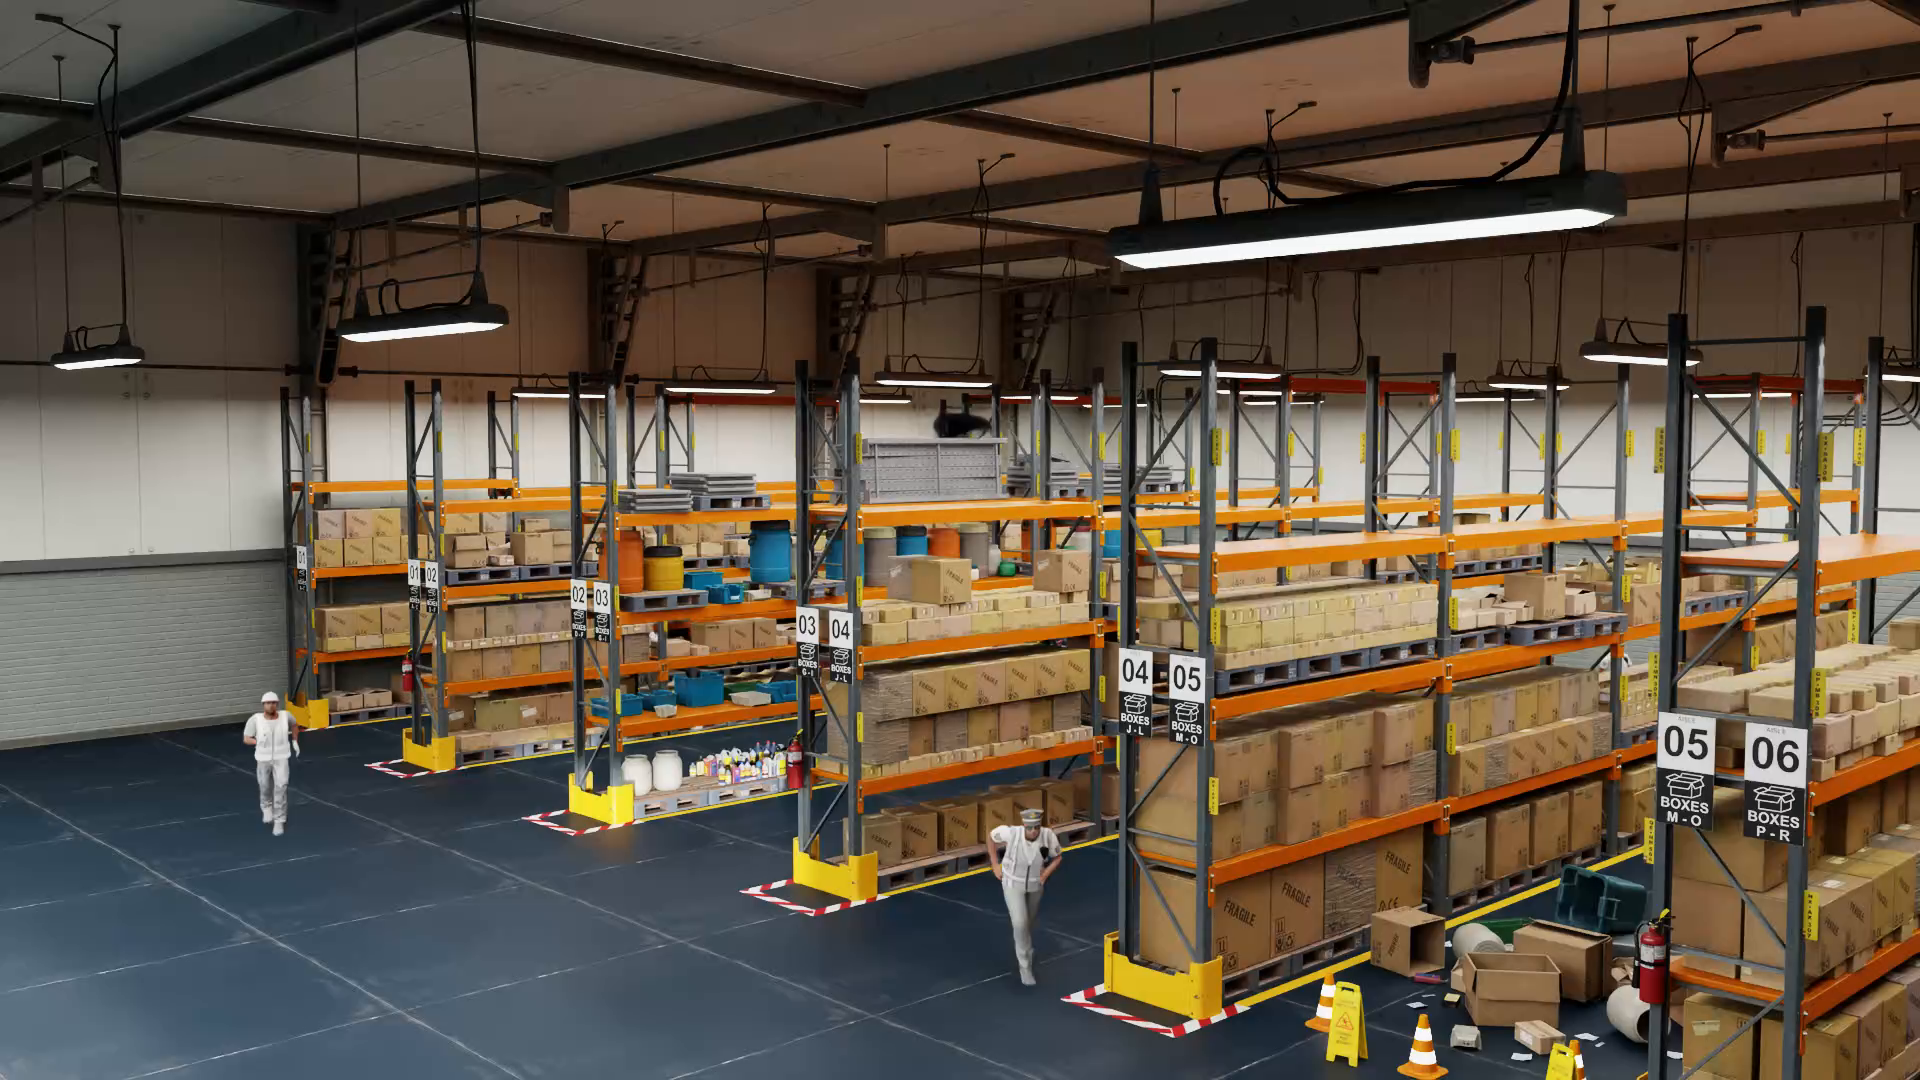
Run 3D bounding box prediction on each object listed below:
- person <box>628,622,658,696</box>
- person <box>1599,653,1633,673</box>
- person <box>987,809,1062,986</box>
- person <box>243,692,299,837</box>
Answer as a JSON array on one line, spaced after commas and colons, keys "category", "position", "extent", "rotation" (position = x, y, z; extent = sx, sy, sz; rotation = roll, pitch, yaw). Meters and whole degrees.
[{"category": "person", "position": [-5.987, 2.334, 31.672], "extent": [0.612, 1.698, 0.715], "rotation": [2, 4, 25]}, {"category": "person", "position": [11.477, 2.511, 28.983], "extent": [0.622, 1.633, 0.521], "rotation": [-1, 4, -12]}, {"category": "person", "position": [0.605, 3.355, 15.956], "extent": [0.708, 1.709, 1.011], "rotation": [0, 4, -7]}, {"category": "person", "position": [-8.948, 2.866, 21.624], "extent": [0.672, 1.812, 0.929], "rotation": [-2, 4, -23]}]
